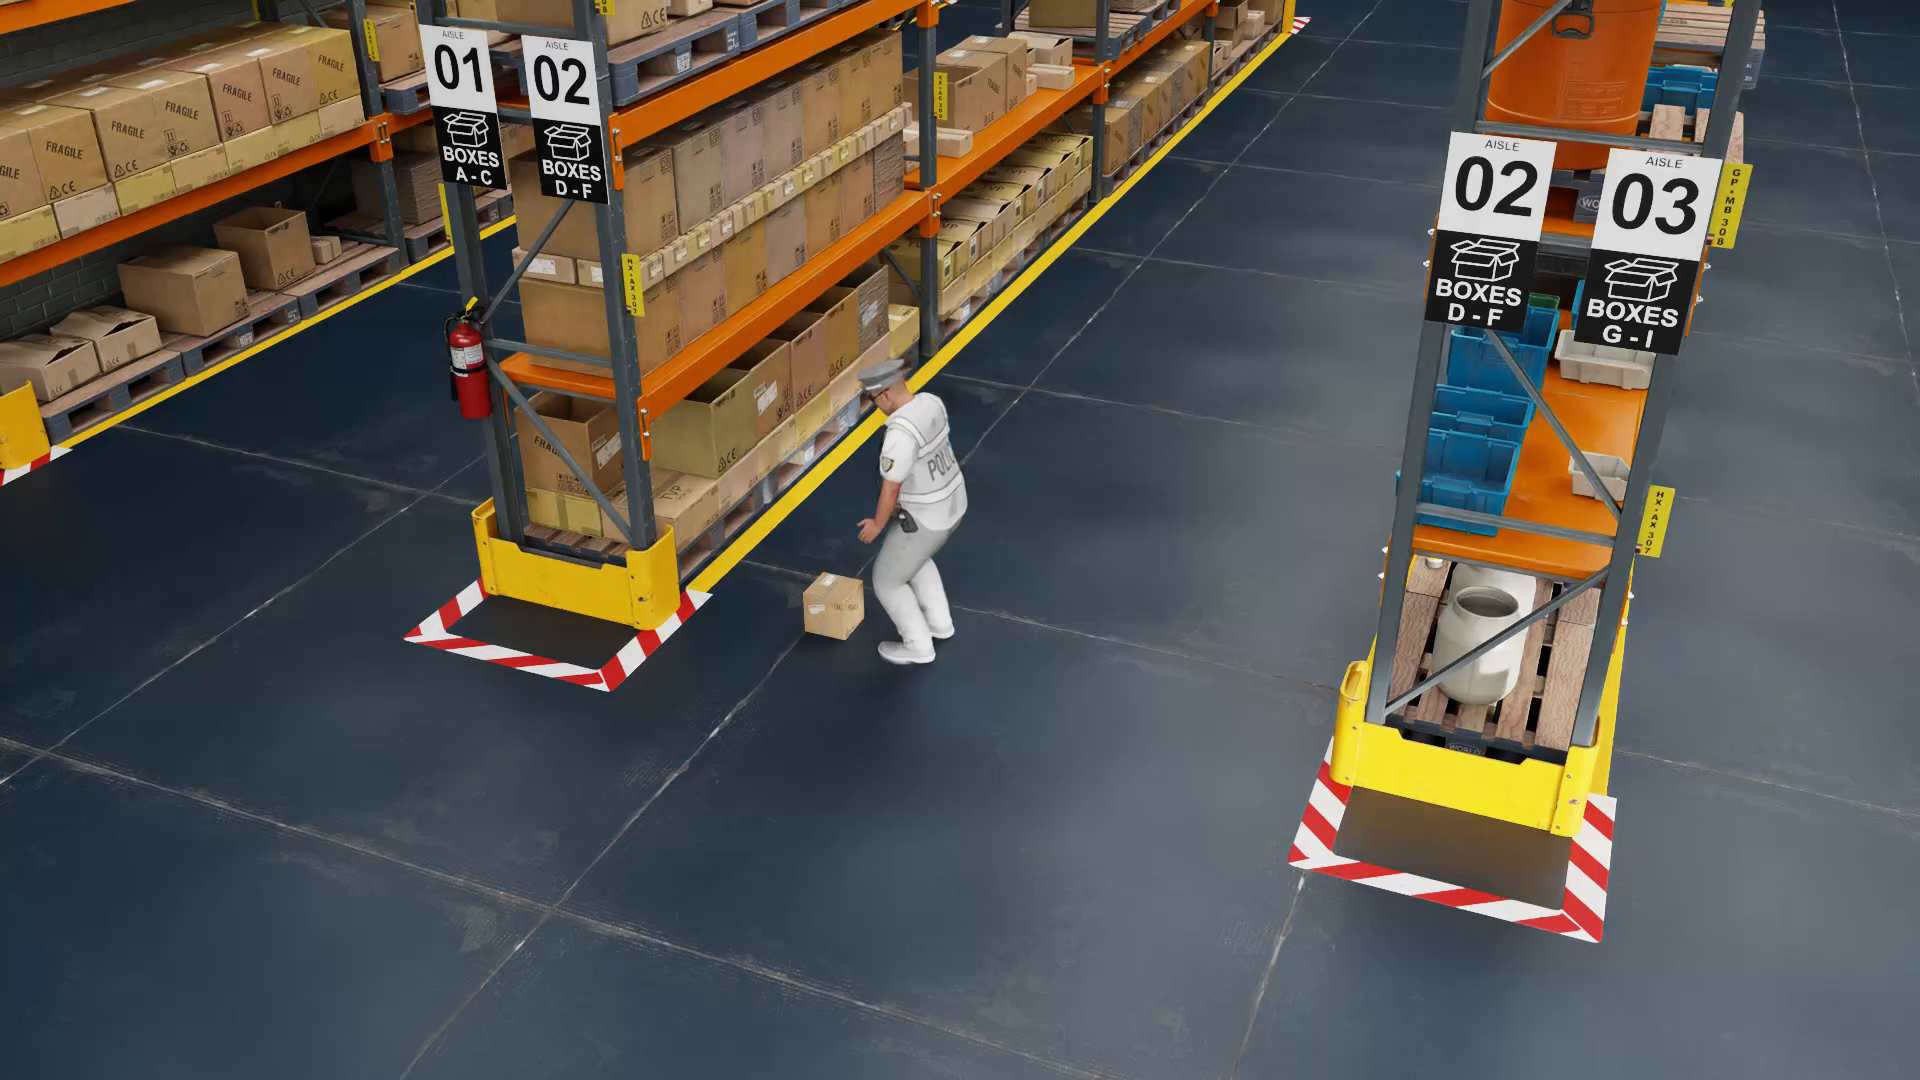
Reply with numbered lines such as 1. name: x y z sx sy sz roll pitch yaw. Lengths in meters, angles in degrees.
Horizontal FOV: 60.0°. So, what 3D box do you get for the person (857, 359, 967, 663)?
1. person: -0.258 -0.142 8.732 0.539 1.678 0.564 12 32 20
